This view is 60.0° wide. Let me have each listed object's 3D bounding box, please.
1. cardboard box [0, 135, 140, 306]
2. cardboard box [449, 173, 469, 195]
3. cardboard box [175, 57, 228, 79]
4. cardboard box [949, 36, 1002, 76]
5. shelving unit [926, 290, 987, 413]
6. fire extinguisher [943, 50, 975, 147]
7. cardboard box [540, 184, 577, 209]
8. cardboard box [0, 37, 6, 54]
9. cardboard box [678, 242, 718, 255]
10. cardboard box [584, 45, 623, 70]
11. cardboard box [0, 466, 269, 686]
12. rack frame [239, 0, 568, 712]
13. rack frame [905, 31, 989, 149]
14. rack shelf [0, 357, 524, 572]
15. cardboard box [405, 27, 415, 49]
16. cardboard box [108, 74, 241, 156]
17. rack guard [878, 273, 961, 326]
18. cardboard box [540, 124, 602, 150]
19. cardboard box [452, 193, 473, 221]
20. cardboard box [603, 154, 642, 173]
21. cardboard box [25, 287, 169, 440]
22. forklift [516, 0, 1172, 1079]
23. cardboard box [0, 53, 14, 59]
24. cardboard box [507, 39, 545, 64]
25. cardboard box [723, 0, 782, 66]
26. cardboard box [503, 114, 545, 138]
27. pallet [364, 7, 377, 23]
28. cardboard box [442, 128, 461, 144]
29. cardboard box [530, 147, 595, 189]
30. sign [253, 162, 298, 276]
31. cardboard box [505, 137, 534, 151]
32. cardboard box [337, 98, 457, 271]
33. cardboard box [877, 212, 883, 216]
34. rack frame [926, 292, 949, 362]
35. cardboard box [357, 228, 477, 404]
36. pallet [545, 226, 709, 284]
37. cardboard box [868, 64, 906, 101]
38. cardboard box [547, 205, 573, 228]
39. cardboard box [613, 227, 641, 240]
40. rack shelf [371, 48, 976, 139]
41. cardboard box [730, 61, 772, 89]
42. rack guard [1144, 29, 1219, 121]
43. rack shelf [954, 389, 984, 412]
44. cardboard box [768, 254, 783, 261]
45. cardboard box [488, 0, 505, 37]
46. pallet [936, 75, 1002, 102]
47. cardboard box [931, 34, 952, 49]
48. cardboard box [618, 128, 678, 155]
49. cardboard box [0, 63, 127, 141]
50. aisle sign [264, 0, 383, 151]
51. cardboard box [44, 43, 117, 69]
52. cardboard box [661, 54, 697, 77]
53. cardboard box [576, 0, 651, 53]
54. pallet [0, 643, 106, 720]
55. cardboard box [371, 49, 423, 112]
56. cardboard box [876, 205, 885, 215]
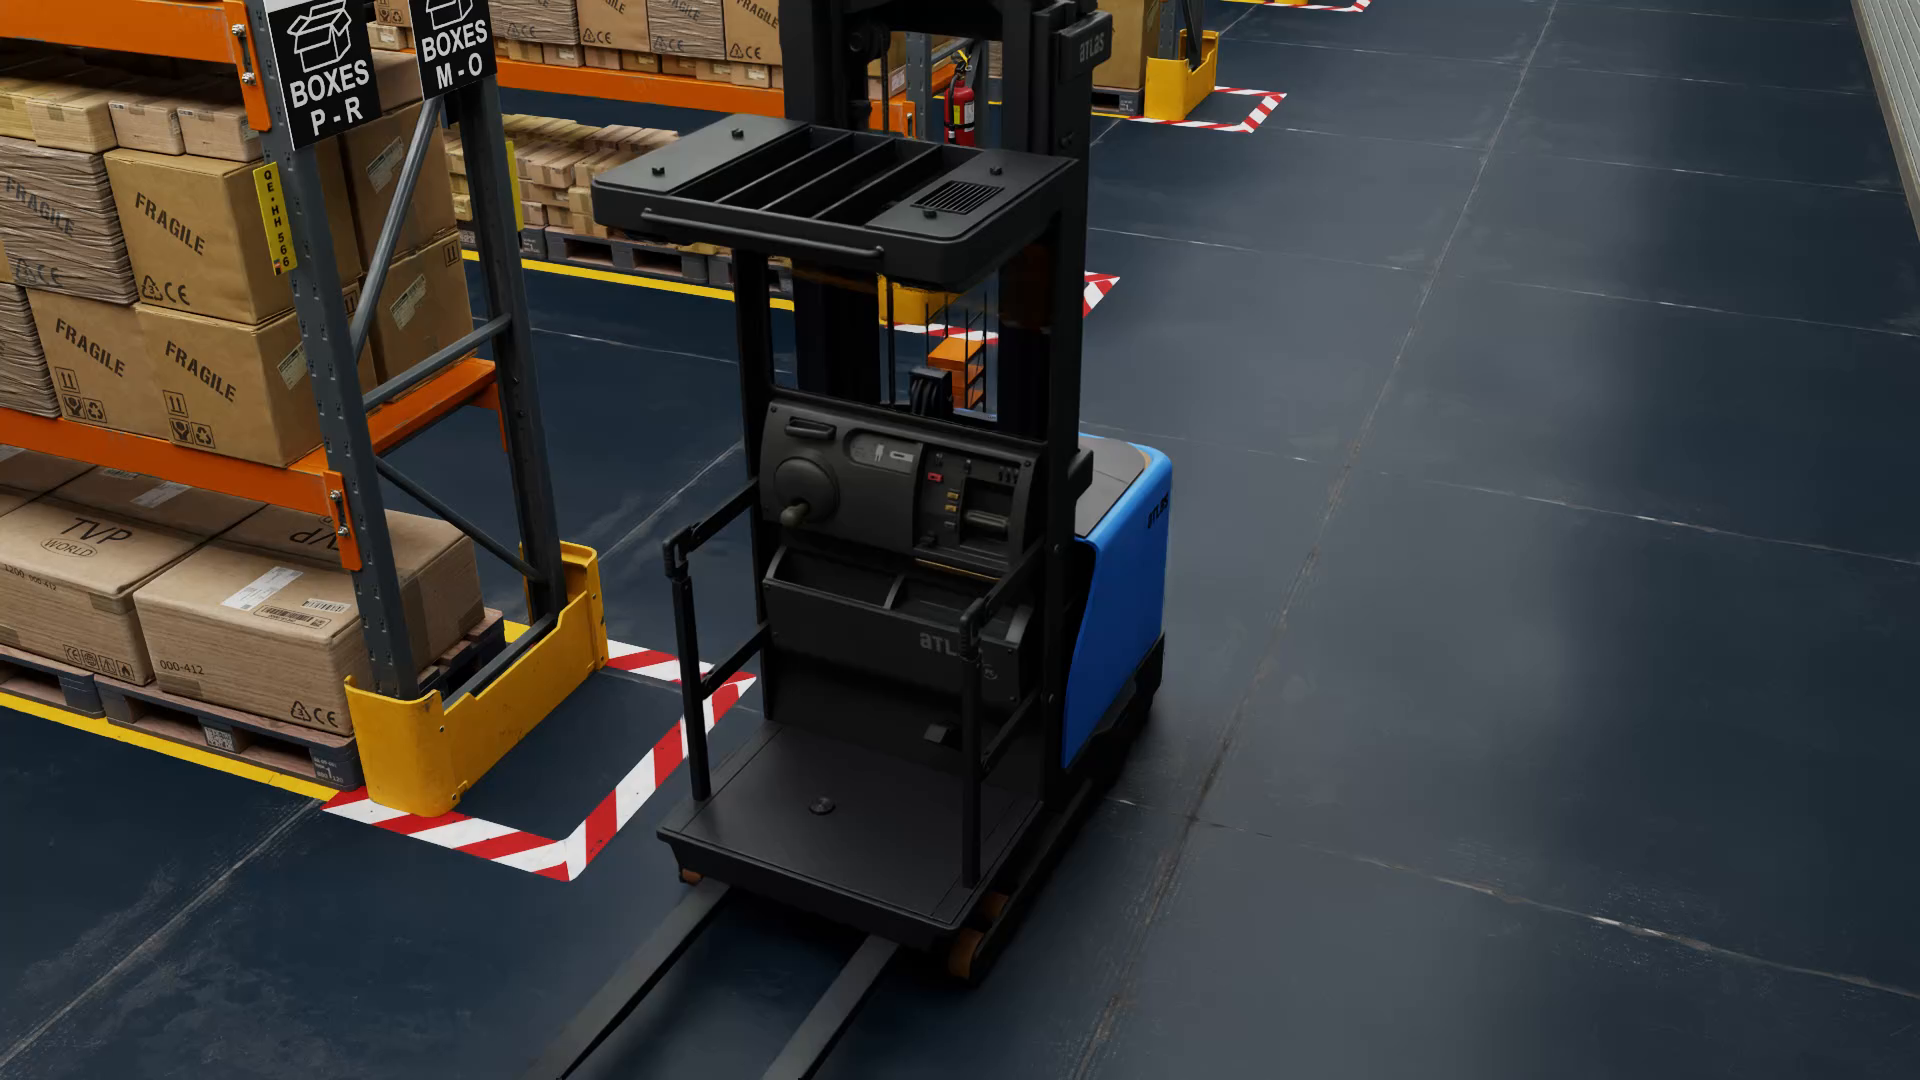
[{"bbox_3d":[-2.863,-1.142,5.604,0.500,0.500,0.500,11,31,19],"label":"cardboard box"},{"bbox_3d":[-3.287,-2.467,11.235,0.250,0.149,0.380,12,31,19],"label":"cardboard box"},{"bbox_3d":[-2.524,-1.668,5.877,0.250,0.149,0.380,12,32,21],"label":"cardboard box"},{"bbox_3d":[0.428,-4.626,14.618,0.875,0.875,0.875,11,31,19],"label":"cardboard box"},{"bbox_3d":[-0.013,-0.525,7.459,0.189,1.200,0.258,11,31,19],"label":"shelving unit"},{"bbox_3d":[-0.004,-2.422,9.444,0.183,0.674,0.296,11,31,19],"label":"fire extinguisher"},{"bbox_3d":[-2.553,-2.326,10.984,0.250,0.149,0.380,13,32,21],"label":"cardboard box"},{"bbox_3d":[-3.478,-1.858,6.212,0.250,0.149,0.380,11,31,18],"label":"cardboard box"},{"bbox_3d":[-1.613,-1.967,10.651,0.250,0.149,0.380,10,31,17],"label":"cardboard box"},{"bbox_3d":[-2.127,-3.054,10.360,0.250,0.149,0.380,13,32,21],"label":"cardboard box"},{"bbox_3d":[-3.332,0.092,6.717,0.875,0.438,0.875,12,32,20],"label":"cardboard box"},{"bbox_3d":[-1.832,-0.599,5.761,0.127,3.000,1.000,11,31,19],"label":"rack frame"},{"bbox_3d":[-0.064,-2.875,9.788,0.127,3.000,1.000,11,31,19],"label":"rack frame"},{"bbox_3d":[-3.685,-0.656,6.593,4.000,0.370,1.077,11,31,19],"label":"rack shelf"},{"bbox_3d":[-3.364,-3.290,10.777,0.250,0.149,0.380,12,32,21],"label":"cardboard box"},{"bbox_3d":[-2.484,-1.371,5.351,0.250,0.149,0.380,12,32,20],"label":"cardboard box"},{"bbox_3d":[-0.135,-1.801,10.427,0.348,0.500,1.175,11,31,19],"label":"rack guard"},{"bbox_3d":[-2.647,-2.713,11.367,0.250,0.149,0.380,12,32,21],"label":"cardboard box"},{"bbox_3d":[-3.308,-2.293,11.229,0.250,0.149,0.380,12,32,21],"label":"cardboard box"},{"bbox_3d":[-2.091,-2.356,10.737,0.250,0.149,0.380,11,31,19],"label":"cardboard box"},{"bbox_3d":[-2.838,-0.711,5.857,0.500,0.500,0.500,11,31,18],"label":"cardboard box"},{"bbox_3d":[-0.296,-0.125,4.992,1.130,2.935,3.031,13,32,22],"label":"forklift"},{"bbox_3d":[-3.443,-1.546,5.660,0.250,0.149,0.380,12,32,20],"label":"cardboard box"},{"bbox_3d":[-2.638,-3.135,10.503,0.250,0.149,0.380,12,32,20],"label":"cardboard box"},{"bbox_3d":[-1.053,-3.111,9.802,0.500,0.500,0.500,11,31,18],"label":"cardboard box"},{"bbox_3d":[-3.091,-2.839,11.590,0.250,0.149,0.380,12,32,20],"label":"cardboard box"},{"bbox_3d":[-4.424,-3.739,11.511,1.213,0.211,1.003,11,31,19],"label":"pallet"},{"bbox_3d":[-3.529,-2.657,11.269,0.250,0.149,0.380,13,32,21],"label":"cardboard box"},{"bbox_3d":[-2.588,-2.433,10.871,0.250,0.149,0.380,12,32,20],"label":"cardboard box"},{"bbox_3d":[-2.049,-0.961,4.985,0.005,0.325,0.100,11,31,19],"label":"sign"},{"bbox_3d":[-3.044,-2.555,11.088,0.250,0.149,0.380,11,31,18],"label":"cardboard box"},{"bbox_3d":[-2.169,-1.296,5.878,0.500,0.500,0.500,11,31,18],"label":"cardboard box"},{"bbox_3d":[-0.661,-1.913,10.255,0.250,0.149,0.380,10,31,18],"label":"cardboard box"},{"bbox_3d":[-0.098,-0.542,7.489,0.006,1.200,0.240,11,31,19],"label":"rack frame"},{"bbox_3d":[-2.168,-0.862,6.125,0.500,0.500,0.500,11,31,19],"label":"cardboard box"},{"bbox_3d":[-2.001,-2.068,11.194,1.213,0.211,1.003,11,31,19],"label":"pallet"},{"bbox_3d":[-0.473,-2.697,9.728,0.250,0.149,0.380,11,31,19],"label":"cardboard box"},{"bbox_3d":[-2.541,-2.213,11.087,0.250,0.149,0.380,10,31,17],"label":"cardboard box"},{"bbox_3d":[-2.064,-2.107,10.900,0.250,0.149,0.380,12,32,21],"label":"cardboard box"},{"bbox_3d":[-1.917,-2.932,10.619,4.000,0.370,1.077,11,31,19],"label":"rack shelf"},{"bbox_3d":[-1.172,-2.836,9.974,0.250,0.149,0.380,12,32,20],"label":"cardboard box"},{"bbox_3d":[1.917,-4.025,14.363,0.348,0.500,1.175,11,31,19],"label":"rack guard"},{"bbox_3d":[-0.013,-0.591,7.422,0.180,0.103,0.258,11,31,19],"label":"rack shelf"},{"bbox_3d":[-1.119,-1.908,10.548,0.250,0.149,0.380,11,31,19],"label":"cardboard box"},{"bbox_3d":[-2.945,-3.493,10.477,0.500,0.500,0.500,11,31,19],"label":"cardboard box"},{"bbox_3d":[-0.003,-4.242,15.041,1.213,0.211,1.003,11,31,19],"label":"pallet"},{"bbox_3d":[-0.376,-3.257,10.060,0.500,0.500,0.500,13,32,21],"label":"cardboard box"},{"bbox_3d":[-2.107,-2.660,11.274,0.250,0.149,0.380,10,31,17],"label":"cardboard box"},{"bbox_3d":[-2.973,-1.446,5.483,0.250,0.149,0.380,12,32,20],"label":"cardboard box"},{"bbox_3d":[-1.882,-1.576,4.848,0.004,0.787,0.394,11,31,19],"label":"aisle sign"},{"bbox_3d":[-3.038,-1.733,5.991,0.250,0.149,0.380,12,31,20],"label":"cardboard box"},{"bbox_3d":[-1.633,-2.975,10.221,0.250,0.149,0.380,10,31,17],"label":"cardboard box"},{"bbox_3d":[-1.984,-3.298,10.132,0.500,0.500,0.500,13,32,22],"label":"cardboard box"},{"bbox_3d":[-3.729,0.276,7.047,1.213,0.211,1.003,11,31,19],"label":"pallet"},{"bbox_3d":[-2.057,-1.552,5.671,0.250,0.149,0.380,12,32,20],"label":"cardboard box"},{"bbox_3d":[-0.650,-2.058,10.208,0.250,0.149,0.380,12,32,20],"label":"cardboard box"}]
